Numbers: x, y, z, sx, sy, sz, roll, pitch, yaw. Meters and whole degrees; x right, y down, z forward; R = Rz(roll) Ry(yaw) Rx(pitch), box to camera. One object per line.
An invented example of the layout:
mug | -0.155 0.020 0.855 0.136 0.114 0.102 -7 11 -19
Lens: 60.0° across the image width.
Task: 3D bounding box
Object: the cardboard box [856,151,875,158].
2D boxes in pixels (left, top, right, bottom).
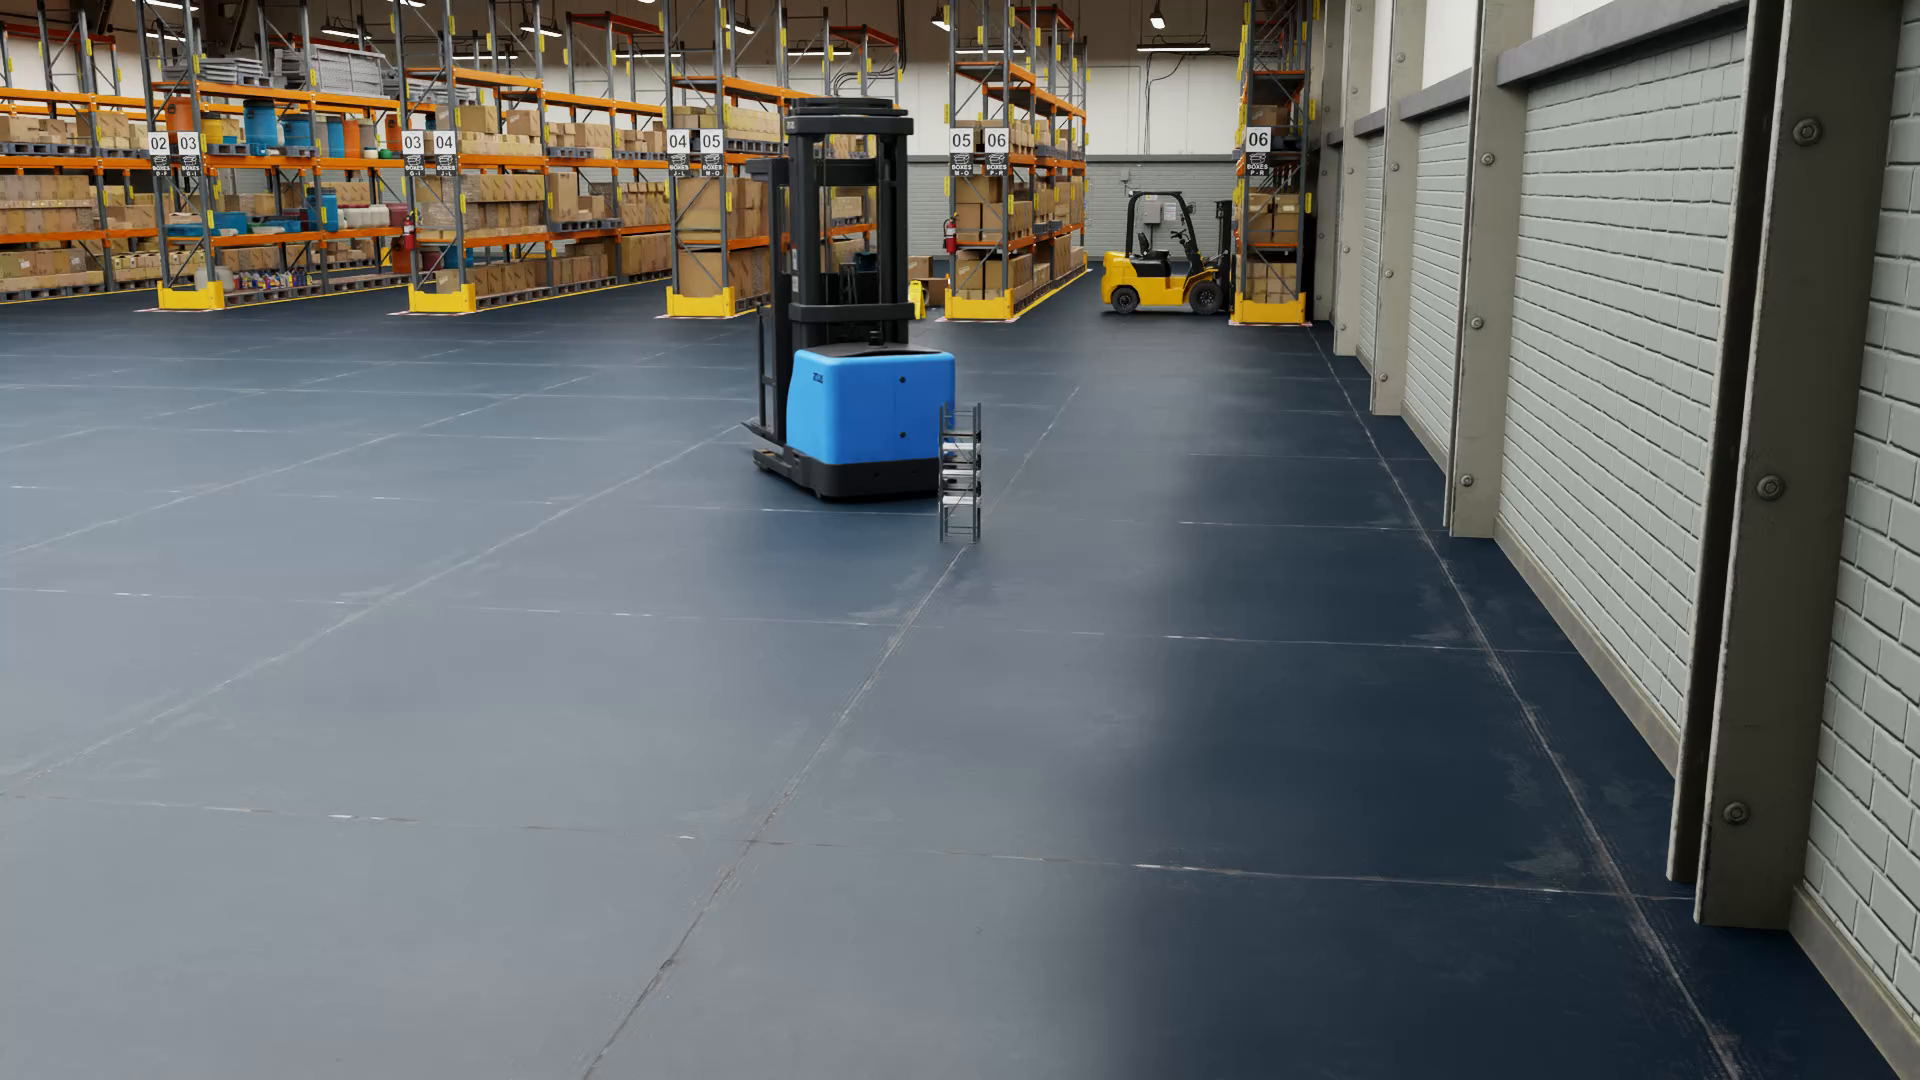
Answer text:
cardboard box | -2.405 -9.435 40.890 0.500 0.250 0.500 3 12 12

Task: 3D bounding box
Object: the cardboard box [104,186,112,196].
cardboard box | -22.213 -8.976 42.755 0.500 0.250 0.500 2 12 10

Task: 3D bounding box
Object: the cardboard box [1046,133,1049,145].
cardboard box | 1.503 -7.962 33.058 0.500 0.250 0.500 2 12 8

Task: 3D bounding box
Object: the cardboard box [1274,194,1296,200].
cardboard box | 5.661 -5.947 28.984 0.380 0.149 0.250 2 12 10

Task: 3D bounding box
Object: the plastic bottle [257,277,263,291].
plastic bottle | -13.775 -5.047 32.725 0.097 0.271 0.097 0 12 0

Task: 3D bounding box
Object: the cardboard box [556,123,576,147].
cardboard box | -8.538 -8.484 34.876 0.797 0.503 0.637 2 12 11

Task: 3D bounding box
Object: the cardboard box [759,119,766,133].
cardboard box | -3.946 -7.761 31.183 0.500 0.250 0.500 2 12 8

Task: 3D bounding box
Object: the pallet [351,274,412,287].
pallet | -13.289 -5.941 38.058 1.003 0.211 1.213 2 12 9

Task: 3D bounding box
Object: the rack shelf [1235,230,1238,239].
rack shelf | 6.767 -6.887 37.537 1.077 0.370 4.000 2 12 9

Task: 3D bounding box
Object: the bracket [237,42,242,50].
bracket | -21.715 -14.807 49.798 0.235 0.232 0.430 2 12 9

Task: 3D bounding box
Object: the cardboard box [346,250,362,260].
cardboard box | -16.811 -7.843 45.750 0.500 0.250 0.500 2 12 9

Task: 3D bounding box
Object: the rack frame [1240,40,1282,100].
rack frame | 7.690 -11.420 42.625 1.000 3.000 0.127 2 12 9

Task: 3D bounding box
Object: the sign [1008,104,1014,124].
sign | 0.860 -7.193 28.055 0.100 0.325 0.005 2 12 9

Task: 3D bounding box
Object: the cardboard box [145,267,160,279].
cardboard box | -18.177 -5.944 36.983 0.500 0.250 0.500 1 12 7

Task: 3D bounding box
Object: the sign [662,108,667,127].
sign | -5.116 -7.337 28.885 0.100 0.325 0.005 2 12 9

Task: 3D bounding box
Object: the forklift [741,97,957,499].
forklift | -1.055 -2.005 13.340 1.130 2.935 3.031 -5 13 -22

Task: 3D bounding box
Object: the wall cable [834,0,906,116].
wall cable | -2.732 -14.539 49.462 2.277 5.999 0.120 2 12 9

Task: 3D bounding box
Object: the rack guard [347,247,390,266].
rack guard | -16.807 -8.053 47.172 1.175 0.500 0.348 2 12 9

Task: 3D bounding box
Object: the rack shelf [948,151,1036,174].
rack shelf | 0.632 -6.848 30.236 1.077 0.370 4.000 2 12 9

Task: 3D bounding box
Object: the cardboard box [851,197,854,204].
cardboard box | -2.728 -8.073 39.522 0.380 0.149 0.250 2 12 8

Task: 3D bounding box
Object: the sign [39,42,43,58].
sign | -19.178 -10.235 34.722 0.100 0.325 0.005 2 12 9

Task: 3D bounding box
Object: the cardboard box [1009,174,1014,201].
cardboard box | 0.658 -6.748 31.869 0.700 0.500 0.500 2 12 8

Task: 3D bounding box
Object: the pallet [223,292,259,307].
pallet | -14.266 -4.622 31.937 1.003 0.211 1.213 2 12 9

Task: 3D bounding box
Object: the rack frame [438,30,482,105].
rack frame | -12.516 -11.229 41.738 1.000 3.000 0.127 2 12 9

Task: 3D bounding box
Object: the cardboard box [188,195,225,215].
cardboard box | -18.040 -8.014 39.825 0.700 0.500 0.500 -2 12 -10

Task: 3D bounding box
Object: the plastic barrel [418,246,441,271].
plastic barrel | -12.899 -6.828 40.282 0.600 0.588 0.708 2 12 9

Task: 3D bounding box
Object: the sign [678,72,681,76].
sign | -7.554 -12.455 44.832 0.100 0.325 0.005 2 12 9

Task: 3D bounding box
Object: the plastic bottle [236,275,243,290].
plastic bottle | -14.341 -5.130 33.083 0.061 0.283 0.133 2 12 9

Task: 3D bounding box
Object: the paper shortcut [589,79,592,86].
paper shortcut | -8.553 -10.596 38.470 0.009 0.170 0.078 12 -17 6

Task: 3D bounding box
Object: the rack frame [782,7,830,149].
rack frame | -3.352 -10.054 36.287 1.000 3.000 0.127 2 12 9

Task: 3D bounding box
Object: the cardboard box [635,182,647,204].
cardboard box | -7.909 -8.270 39.627 0.797 0.503 0.637 2 12 10

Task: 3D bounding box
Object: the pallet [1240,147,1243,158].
pallet | 6.444 -8.052 34.564 1.213 0.211 1.003 2 12 11

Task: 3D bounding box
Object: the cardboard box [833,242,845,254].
cardboard box | -2.929 -6.713 38.178 0.500 0.250 0.500 2 12 8

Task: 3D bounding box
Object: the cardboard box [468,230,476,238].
cardboard box | -9.131 -5.618 30.539 0.380 0.149 0.250 2 12 9

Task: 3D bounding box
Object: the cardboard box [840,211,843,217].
cardboard box | -2.923 -7.514 38.341 0.380 0.149 0.250 2 12 11

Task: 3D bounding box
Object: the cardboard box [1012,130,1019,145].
cardboard box | 0.752 -7.056 29.144 0.500 0.250 0.500 2 12 8

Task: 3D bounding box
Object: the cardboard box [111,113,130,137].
cardboard box | -18.442 -9.004 36.111 0.500 0.500 0.500 3 13 14

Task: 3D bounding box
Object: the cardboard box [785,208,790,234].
cardboard box | -3.620 -6.439 33.512 0.500 0.500 0.500 2 12 9

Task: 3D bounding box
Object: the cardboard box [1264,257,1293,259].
cardboard box | 5.806 -5.020 30.323 0.500 0.250 0.500 2 12 9

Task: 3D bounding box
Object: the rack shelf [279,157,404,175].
rack shelf | -13.439 -8.162 36.335 1.077 0.370 4.000 2 12 9

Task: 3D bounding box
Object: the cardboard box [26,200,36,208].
cardboard box | -18.745 -6.720 33.280 0.380 0.149 0.250 2 12 9

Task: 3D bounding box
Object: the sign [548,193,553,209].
sign | -8.315 -6.878 33.733 0.100 0.325 0.005 2 12 9

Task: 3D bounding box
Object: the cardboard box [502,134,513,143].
cardboard box | -8.815 -7.707 31.925 0.380 0.149 0.250 2 12 11

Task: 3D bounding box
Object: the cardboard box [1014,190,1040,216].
cardboard box | 1.295 -6.637 32.732 0.500 0.500 0.500 2 12 10

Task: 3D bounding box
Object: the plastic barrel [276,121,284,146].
plastic barrel | -14.007 -8.274 33.884 0.421 0.512 0.421 0 12 0

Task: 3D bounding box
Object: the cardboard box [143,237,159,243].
cardboard box | -21.856 -8.136 45.021 0.380 0.149 0.250 2 12 11

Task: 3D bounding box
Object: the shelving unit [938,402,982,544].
shelving unit | 0.001 -0.442 10.906 0.258 0.900 0.210 2 12 9

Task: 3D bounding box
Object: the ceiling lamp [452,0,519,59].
ceiling lamp | -13.911 -15.553 47.948 2.000 3.185 0.800 2 12 9

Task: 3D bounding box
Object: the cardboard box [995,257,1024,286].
cardboard box | 0.886 -4.922 30.461 0.500 0.500 0.500 2 12 10

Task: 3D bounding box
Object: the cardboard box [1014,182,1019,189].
cardboard box | 1.376 -7.636 36.695 0.500 0.500 0.500 2 12 7

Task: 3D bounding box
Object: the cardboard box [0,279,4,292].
cardboard box | -18.953 -4.925 32.257 0.500 0.250 0.500 2 12 9

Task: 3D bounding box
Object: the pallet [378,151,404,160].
pallet | -12.917 -8.994 38.935 1.003 0.211 1.213 2 12 9
